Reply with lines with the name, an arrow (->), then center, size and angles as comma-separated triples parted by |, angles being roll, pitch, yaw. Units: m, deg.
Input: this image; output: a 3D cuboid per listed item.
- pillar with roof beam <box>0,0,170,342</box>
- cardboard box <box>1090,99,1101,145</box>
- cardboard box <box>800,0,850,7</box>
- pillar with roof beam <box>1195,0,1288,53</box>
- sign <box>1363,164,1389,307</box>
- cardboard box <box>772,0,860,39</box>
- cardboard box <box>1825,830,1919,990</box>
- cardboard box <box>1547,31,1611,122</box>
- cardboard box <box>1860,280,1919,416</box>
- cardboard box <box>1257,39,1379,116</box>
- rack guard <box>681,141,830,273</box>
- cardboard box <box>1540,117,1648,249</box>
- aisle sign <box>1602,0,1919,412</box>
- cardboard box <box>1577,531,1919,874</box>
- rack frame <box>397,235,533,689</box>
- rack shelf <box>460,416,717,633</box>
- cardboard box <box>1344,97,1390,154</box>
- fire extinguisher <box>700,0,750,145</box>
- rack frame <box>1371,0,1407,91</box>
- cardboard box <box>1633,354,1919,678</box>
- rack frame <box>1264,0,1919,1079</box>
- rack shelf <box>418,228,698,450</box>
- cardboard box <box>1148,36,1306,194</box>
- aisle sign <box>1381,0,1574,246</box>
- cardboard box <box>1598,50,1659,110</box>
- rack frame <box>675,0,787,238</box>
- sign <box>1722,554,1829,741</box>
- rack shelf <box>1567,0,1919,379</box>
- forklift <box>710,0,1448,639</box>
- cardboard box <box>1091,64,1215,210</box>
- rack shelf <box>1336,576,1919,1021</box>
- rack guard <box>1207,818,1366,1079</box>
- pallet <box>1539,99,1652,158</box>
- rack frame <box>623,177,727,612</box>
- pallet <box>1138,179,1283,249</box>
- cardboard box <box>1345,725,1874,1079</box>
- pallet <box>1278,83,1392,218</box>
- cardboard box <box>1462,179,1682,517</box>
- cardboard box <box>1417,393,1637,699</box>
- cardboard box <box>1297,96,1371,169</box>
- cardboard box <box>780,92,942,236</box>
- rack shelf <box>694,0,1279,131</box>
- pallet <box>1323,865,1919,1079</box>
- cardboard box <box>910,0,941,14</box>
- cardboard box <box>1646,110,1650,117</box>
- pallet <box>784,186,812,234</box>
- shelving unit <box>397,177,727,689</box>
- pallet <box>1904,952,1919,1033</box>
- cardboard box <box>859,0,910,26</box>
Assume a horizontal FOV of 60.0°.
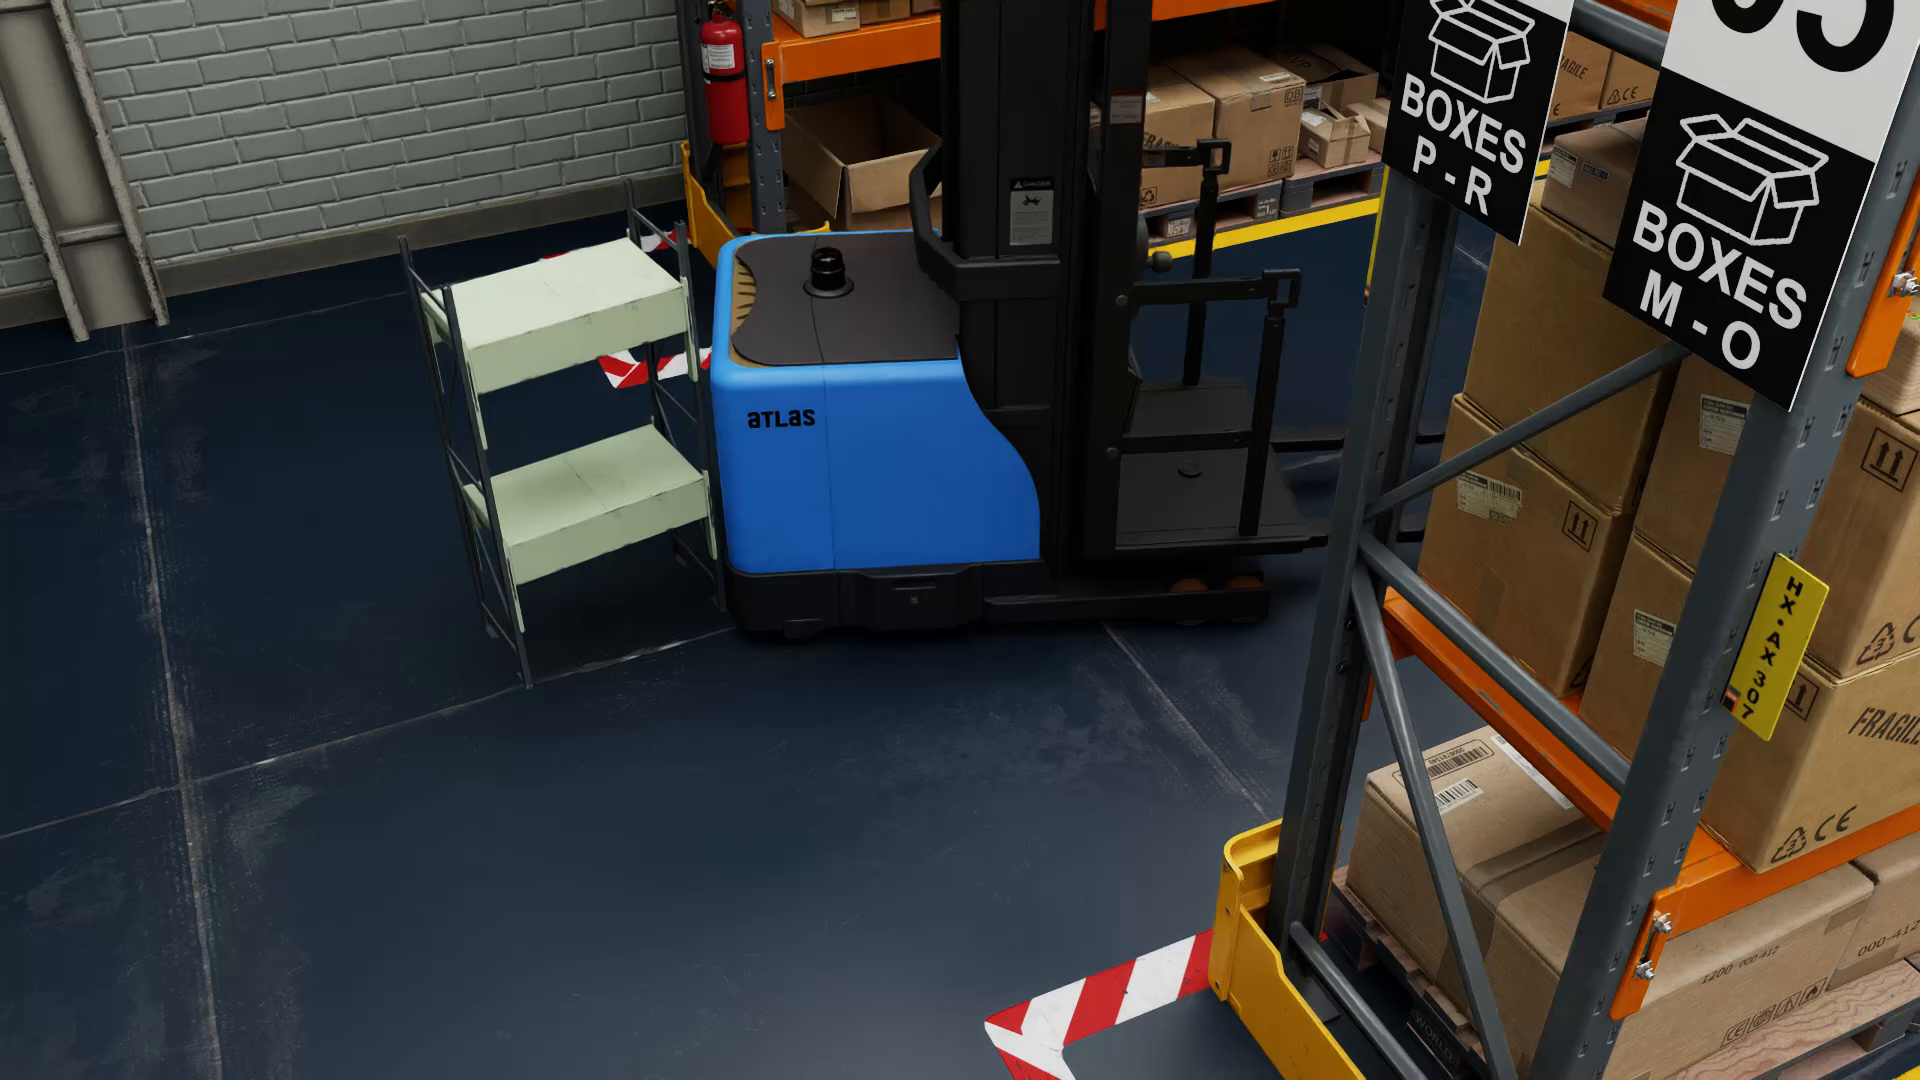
pillar with roof beam -> -2.017, -2.311, 1.812 | 0.400, 9.000, 9.100 | -16, 39, -20
cardboard box -> 0.361, -1.883, 8.017 | 0.500, 0.500, 0.700 | -14, 39, -18
cardboard box -> -0.498, -2.448, 6.909 | 0.500, 0.250, 0.500 | -15, 39, -20
pillar with roof beam -> 3.414, -3.830, 3.860 | 0.400, 9.000, 9.100 | -16, 39, -20
sign -> 0.872, -0.600, 3.370 | 0.005, 0.325, 0.100 | -16, 39, -20
cardboard box -> -0.609, -2.254, 6.982 | 0.250, 0.149, 0.380 | -16, 39, -20
cardboard box -> 2.469, 0.660, 4.641 | 0.875, 0.438, 0.875 | -15, 39, -19
cardboard box -> 3.132, -2.598, 8.980 | 0.500, 0.500, 0.500 | -14, 39, -18
cardboard box -> 1.529, -0.386, 2.785 | 0.250, 0.149, 0.380 | -15, 39, -19
cardboard box -> 1.900, -2.481, 8.981 | 0.500, 0.311, 0.500 | -14, 39, -18
rack guard -> -0.954, -1.435, 7.765 | 0.348, 0.500, 1.175 | -16, 39, -20
cardboard box -> 1.329, -0.645, 3.134 | 0.250, 0.149, 0.380 | -15, 39, -19
aisle sign -> 1.148, -0.613, 2.377 | 0.004, 0.787, 0.394 | -16, 39, -20
cardboard box -> 1.646, 0.250, 3.312 | 0.500, 0.500, 0.500 | -16, 39, -20
rack frame -> -1.556, -0.204, 5.267 | 0.023, 1.500, 0.400 | -22, 42, -27
rack shelf -> -1.253, -0.065, 5.626 | 0.720, 0.370, 0.431 | -22, 42, -27
cardboard box -> 2.219, -2.156, 8.680 | 0.250, 0.149, 0.380 | -17, 40, -21
fire extinguisher -> -0.960, -1.952, 6.742 | 0.183, 0.674, 0.296 | -16, 39, -20
rack frame -> 2.598, -3.432, 8.359 | 0.127, 3.000, 1.000 | -16, 39, -20
cardboard box -> 1.645, -0.153, 3.015 | 0.500, 0.500, 0.500 | -16, 40, -21
rack frame -> 1.090, 0.256, 3.386 | 0.127, 3.000, 1.000 | -16, 39, -20
rack shelf -> -1.253, -0.640, 5.199 | 0.720, 0.370, 0.431 | -22, 42, -27
cardboard box -> 1.301, -2.146, 8.371 | 0.500, 0.500, 0.700 | -17, 40, -22
aisle sign -> 0.893, -0.937, 2.813 | 0.004, 0.787, 0.394 | -16, 39, -20
cardboard box -> 3.609, -2.738, 9.169 | 0.500, 0.500, 0.500 | -16, 40, -21
rack frame -> -1.023, -2.419, 6.994 | 0.127, 3.000, 1.000 | -16, 39, -20
sign -> 1.320, 0.178, 2.699 | 0.005, 0.325, 0.100 | -16, 39, -20
rack shelf -> 2.900, -1.166, 3.390 | 4.000, 0.370, 1.077 | -16, 39, -20
forklift -> 0.676, -1.189, 5.392 | 3.031, 2.935, 1.130 | -3, 37, -4
cardboard box -> 0.883, -1.963, 8.125 | 0.500, 0.500, 0.500 | -15, 39, -19
rack shelf -> 2.900, 0.039, 4.283 | 4.000, 0.370, 1.077 | -16, 39, -20
rack guard -> 1.068, 1.266, 4.123 | 0.348, 0.500, 1.175 | -16, 39, -20
pallet -> 3.318, -2.538, 9.495 | 1.213, 0.211, 1.003 | -16, 39, -20
rack frame -> -0.950, -0.449, 5.597 | 0.023, 1.500, 0.400 | -22, 42, -27
pallet -> 0.870, -1.827, 8.537 | 1.213, 0.211, 1.003 | -16, 39, -20
cardboard box -> 1.645, 0.896, 4.323 | 0.875, 0.438, 0.875 | -17, 40, -21
pallet -> 1.976, -2.139, 8.956 | 1.213, 0.211, 1.003 | -16, 39, -20
cardboard box -> 1.425, -0.436, 3.396 | 0.500, 0.500, 0.500 | -14, 39, -18
cardboard box -> 1.414, -0.049, 3.714 | 0.500, 0.500, 0.500 | -15, 39, -20
cardboard box -> 1.895, -2.113, 8.523 | 0.258, 0.266, 0.396 | -14, 39, -18
cardboard box -> -0.429, -1.689, 7.753 | 0.637, 0.503, 0.797 | -17, 40, -22
rack shelf -> 0.788, -2.637, 7.891 | 4.000, 0.370, 1.077 | -16, 39, -20
pallet -> 1.780, 1.132, 4.547 | 1.213, 0.211, 1.003 | -16, 39, -20
cardboard box -> -0.175, -2.428, 7.217 | 0.250, 0.149, 0.380 | -16, 40, -21
cardboard box -> 1.549, -0.722, 3.238 | 0.250, 0.149, 0.380 | -15, 39, -19
pallet -> -0.233, -1.521, 8.124 | 1.213, 0.211, 1.003 | -16, 39, -20
shelving unit -> -1.253, -0.327, 5.432 | 0.755, 1.500, 0.431 | -22, 42, -27
pallet -> 2.883, 0.825, 4.960 | 1.213, 0.211, 1.003 | -16, 39, -20
cardboard box -> -0.398, -2.343, 7.102 | 0.250, 0.149, 0.380 | -15, 39, -19
